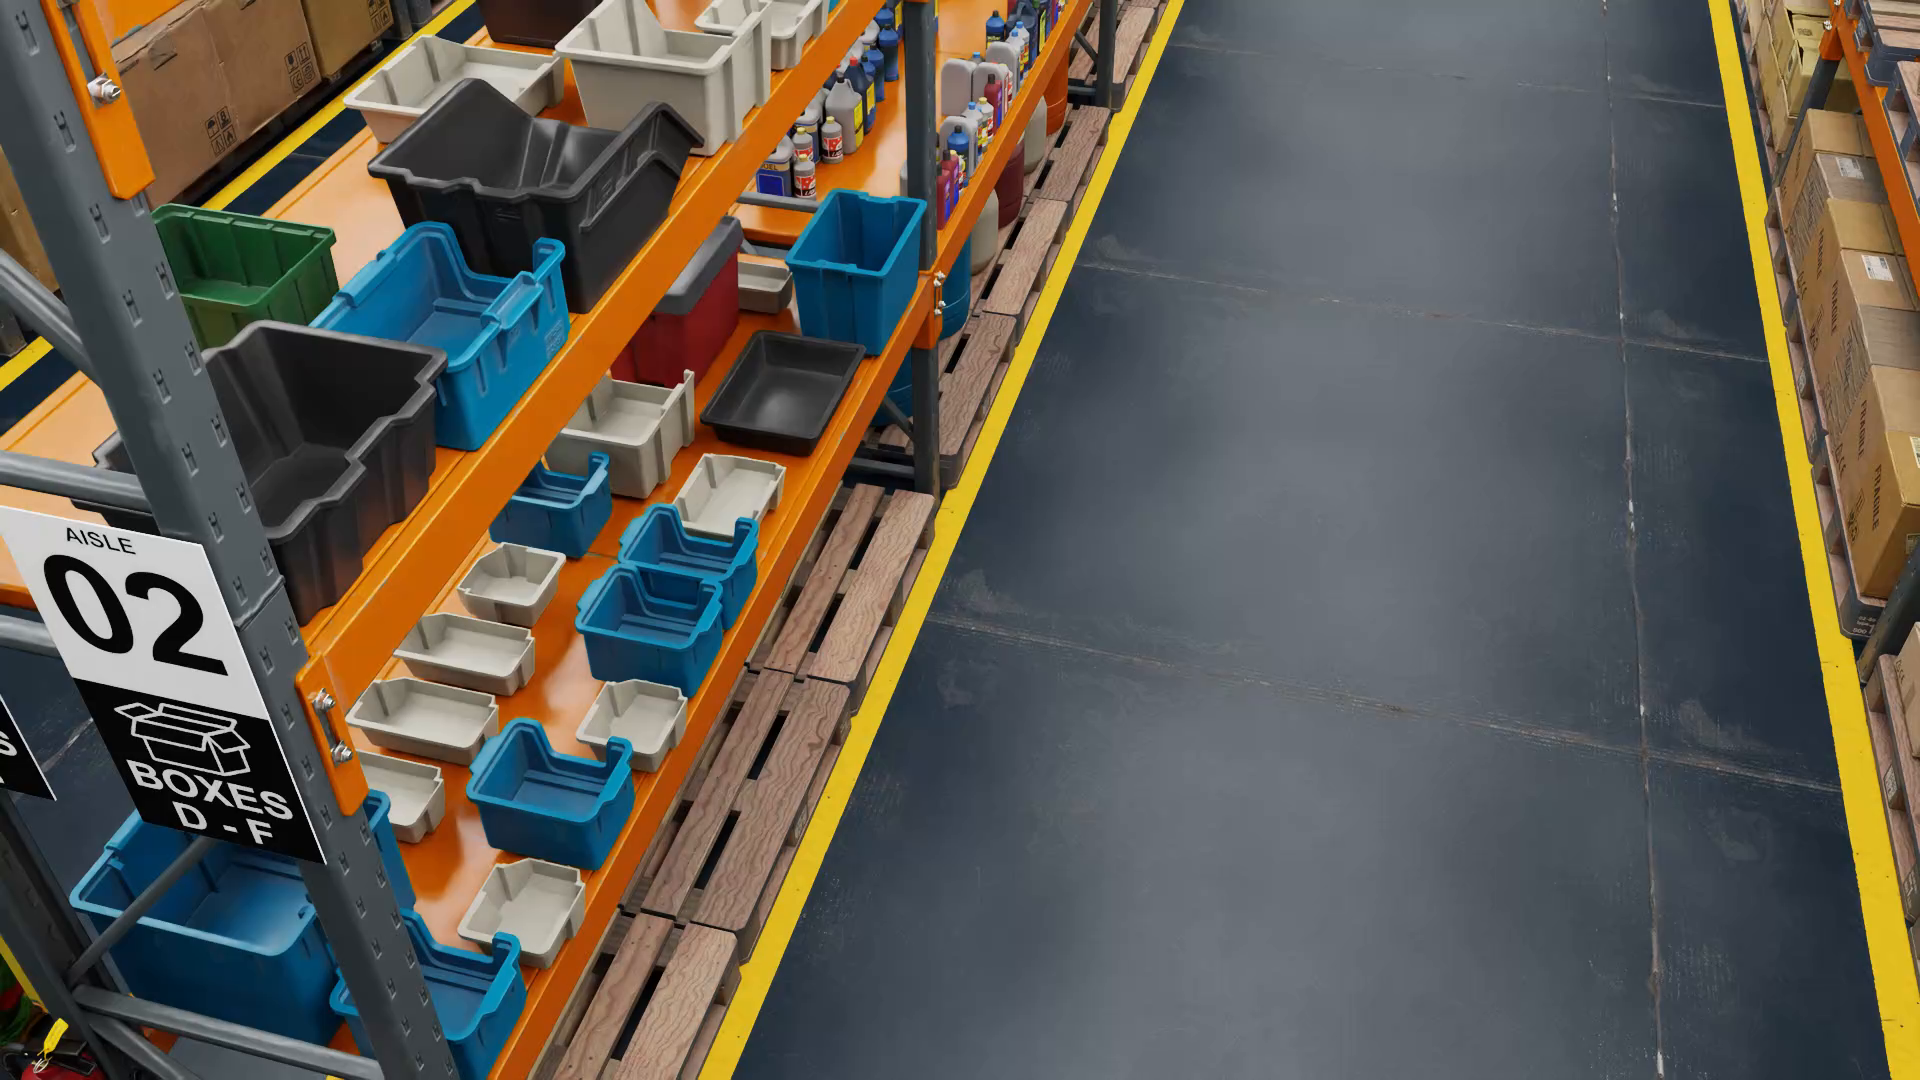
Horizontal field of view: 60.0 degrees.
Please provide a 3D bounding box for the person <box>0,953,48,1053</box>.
[{"bbox_3d":[-3.104,0.990,4.959,0.624,1.778,0.498,12,42,14],"label":"person"}]
